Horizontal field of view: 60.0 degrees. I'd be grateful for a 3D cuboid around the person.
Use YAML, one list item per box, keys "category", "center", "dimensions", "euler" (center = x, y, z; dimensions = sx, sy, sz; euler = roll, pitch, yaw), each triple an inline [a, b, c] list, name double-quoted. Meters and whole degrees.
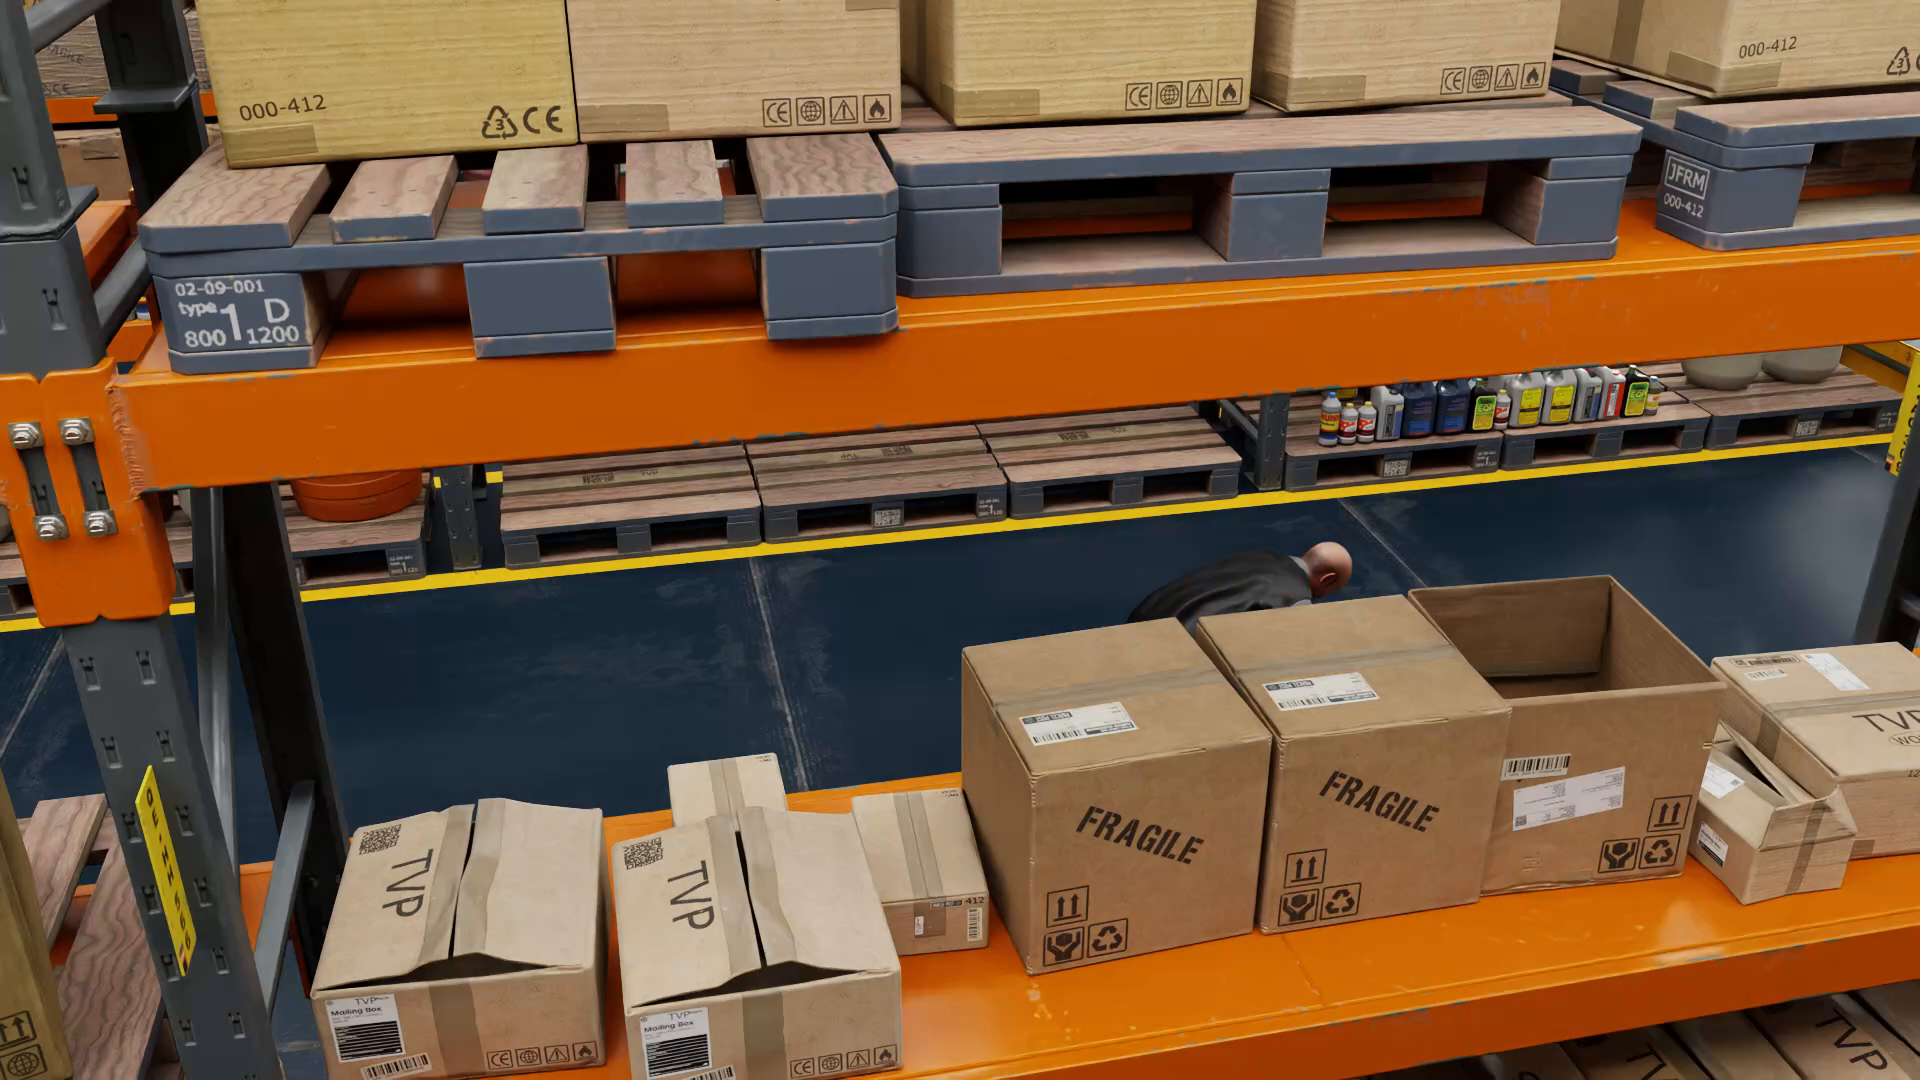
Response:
- category: "person"
  center: [1.079, 0.450, 6.426]
  dimensions: [0.907, 0.837, 0.519]
  euler: [-6, 27, -12]
